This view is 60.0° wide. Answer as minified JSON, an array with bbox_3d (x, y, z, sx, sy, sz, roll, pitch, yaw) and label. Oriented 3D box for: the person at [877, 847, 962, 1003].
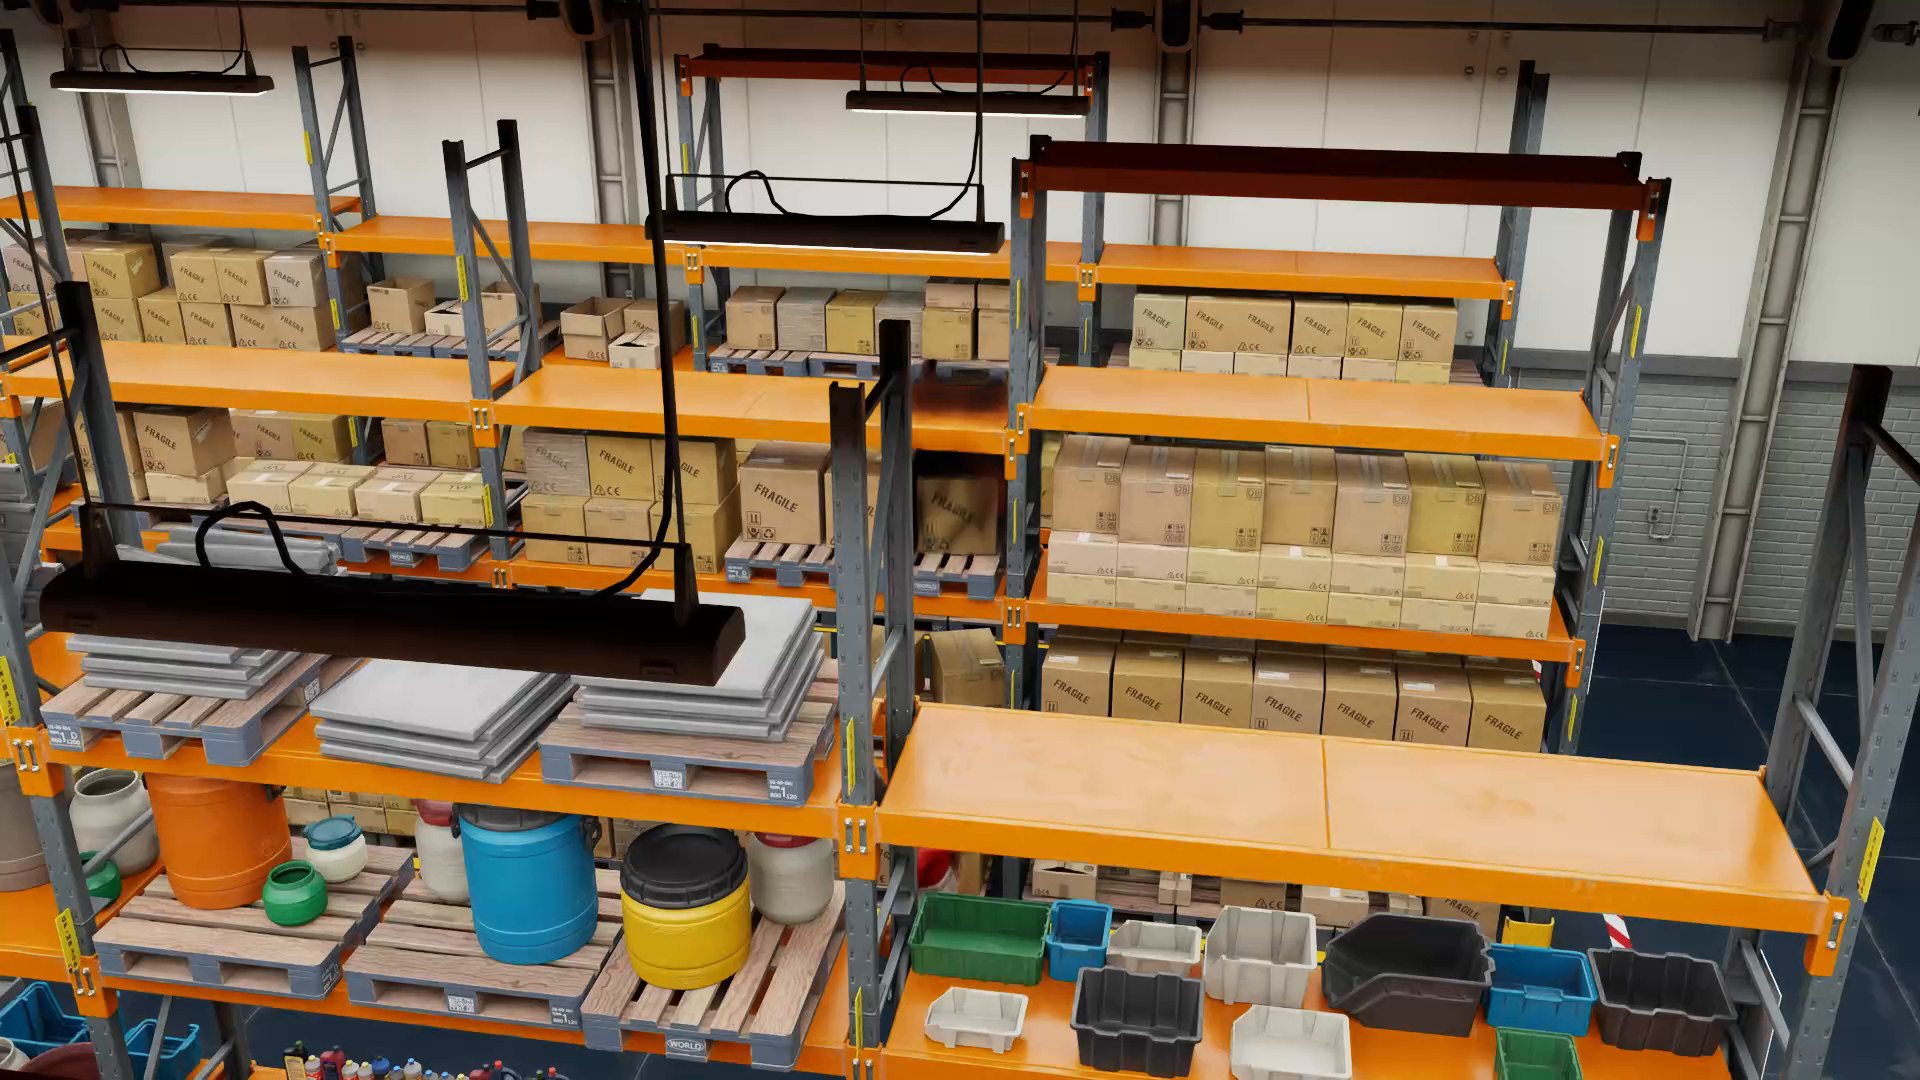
[{"bbox_3d":[-0.256,2.574,12.029,0.626,1.706,0.664,7,24,15],"label":"person"}]
